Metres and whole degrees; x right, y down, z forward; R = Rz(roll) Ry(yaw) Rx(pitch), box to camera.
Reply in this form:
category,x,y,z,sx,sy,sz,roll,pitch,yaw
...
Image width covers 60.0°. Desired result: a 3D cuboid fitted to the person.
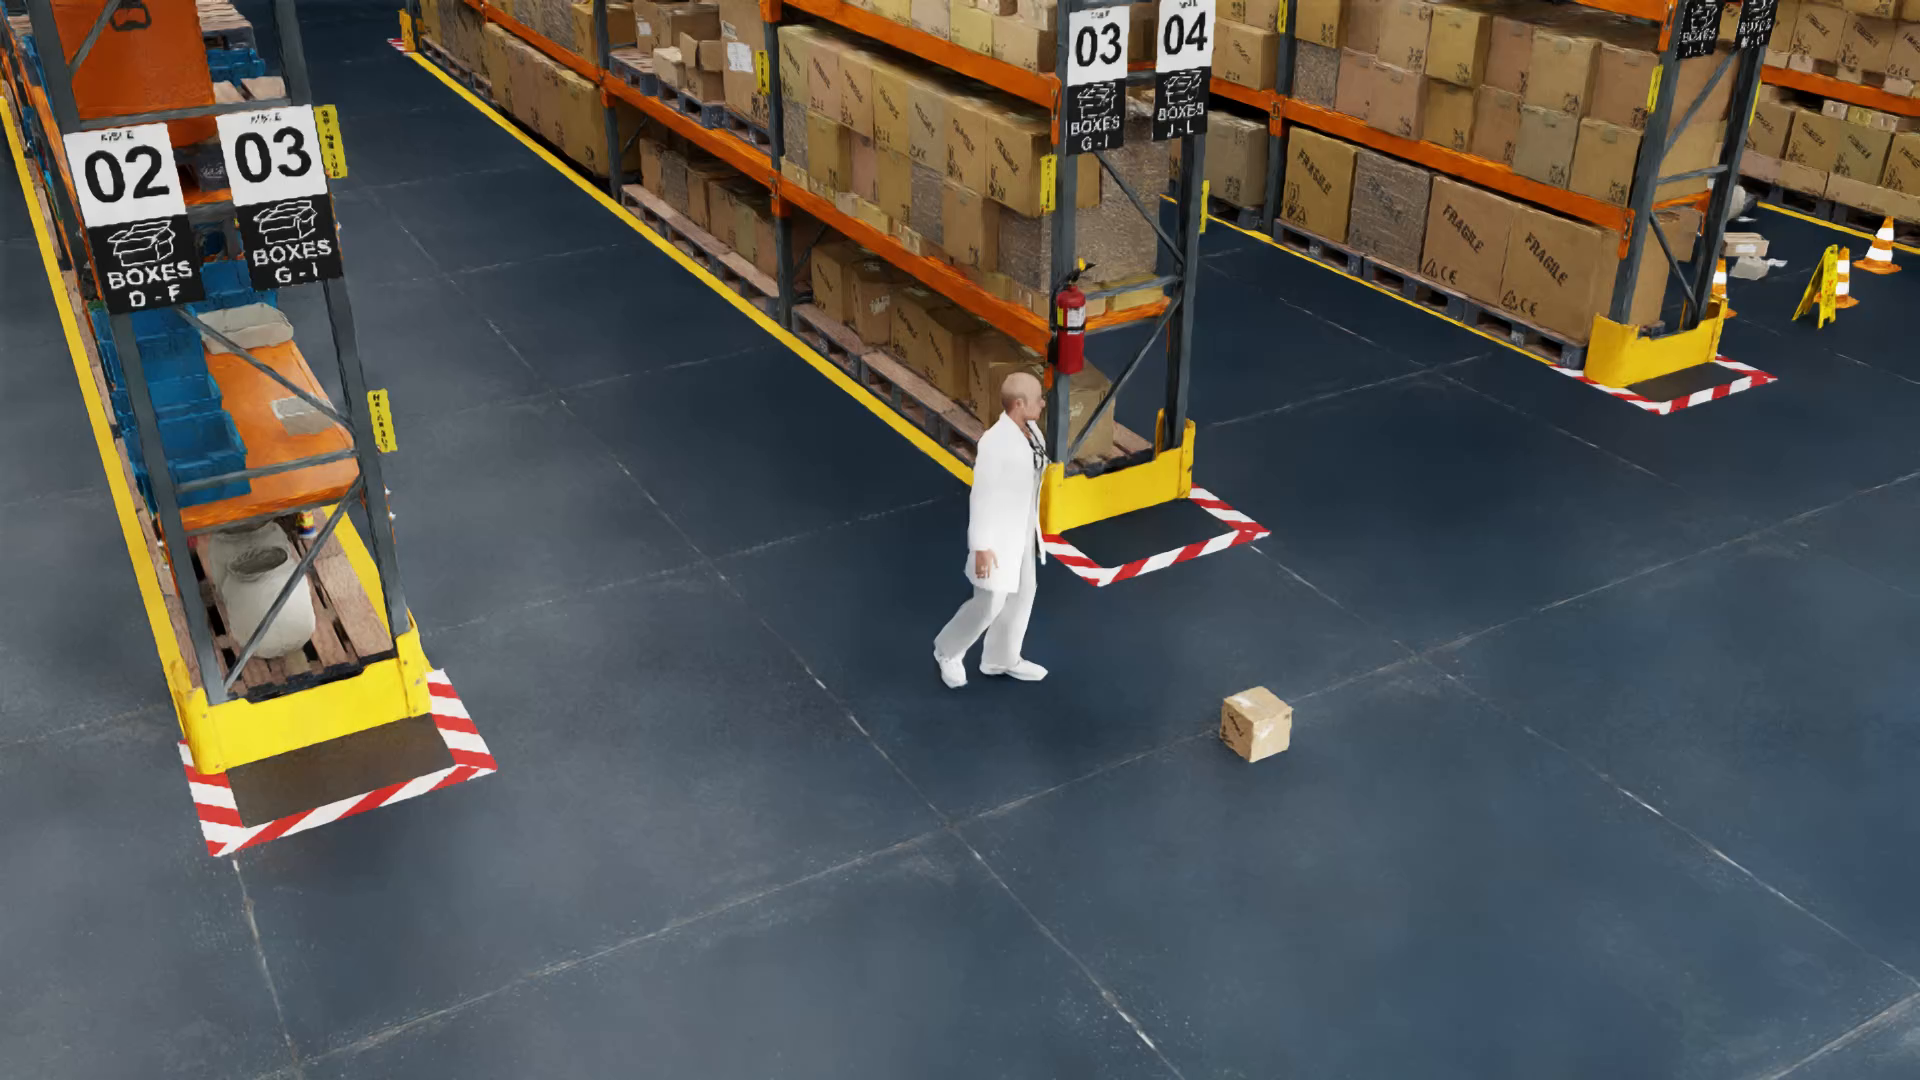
category,x,y,z,sx,sy,sz,roll,pitch,yaw
person,0.165,-0.052,8.682,0.616,1.769,0.619,13,31,23
